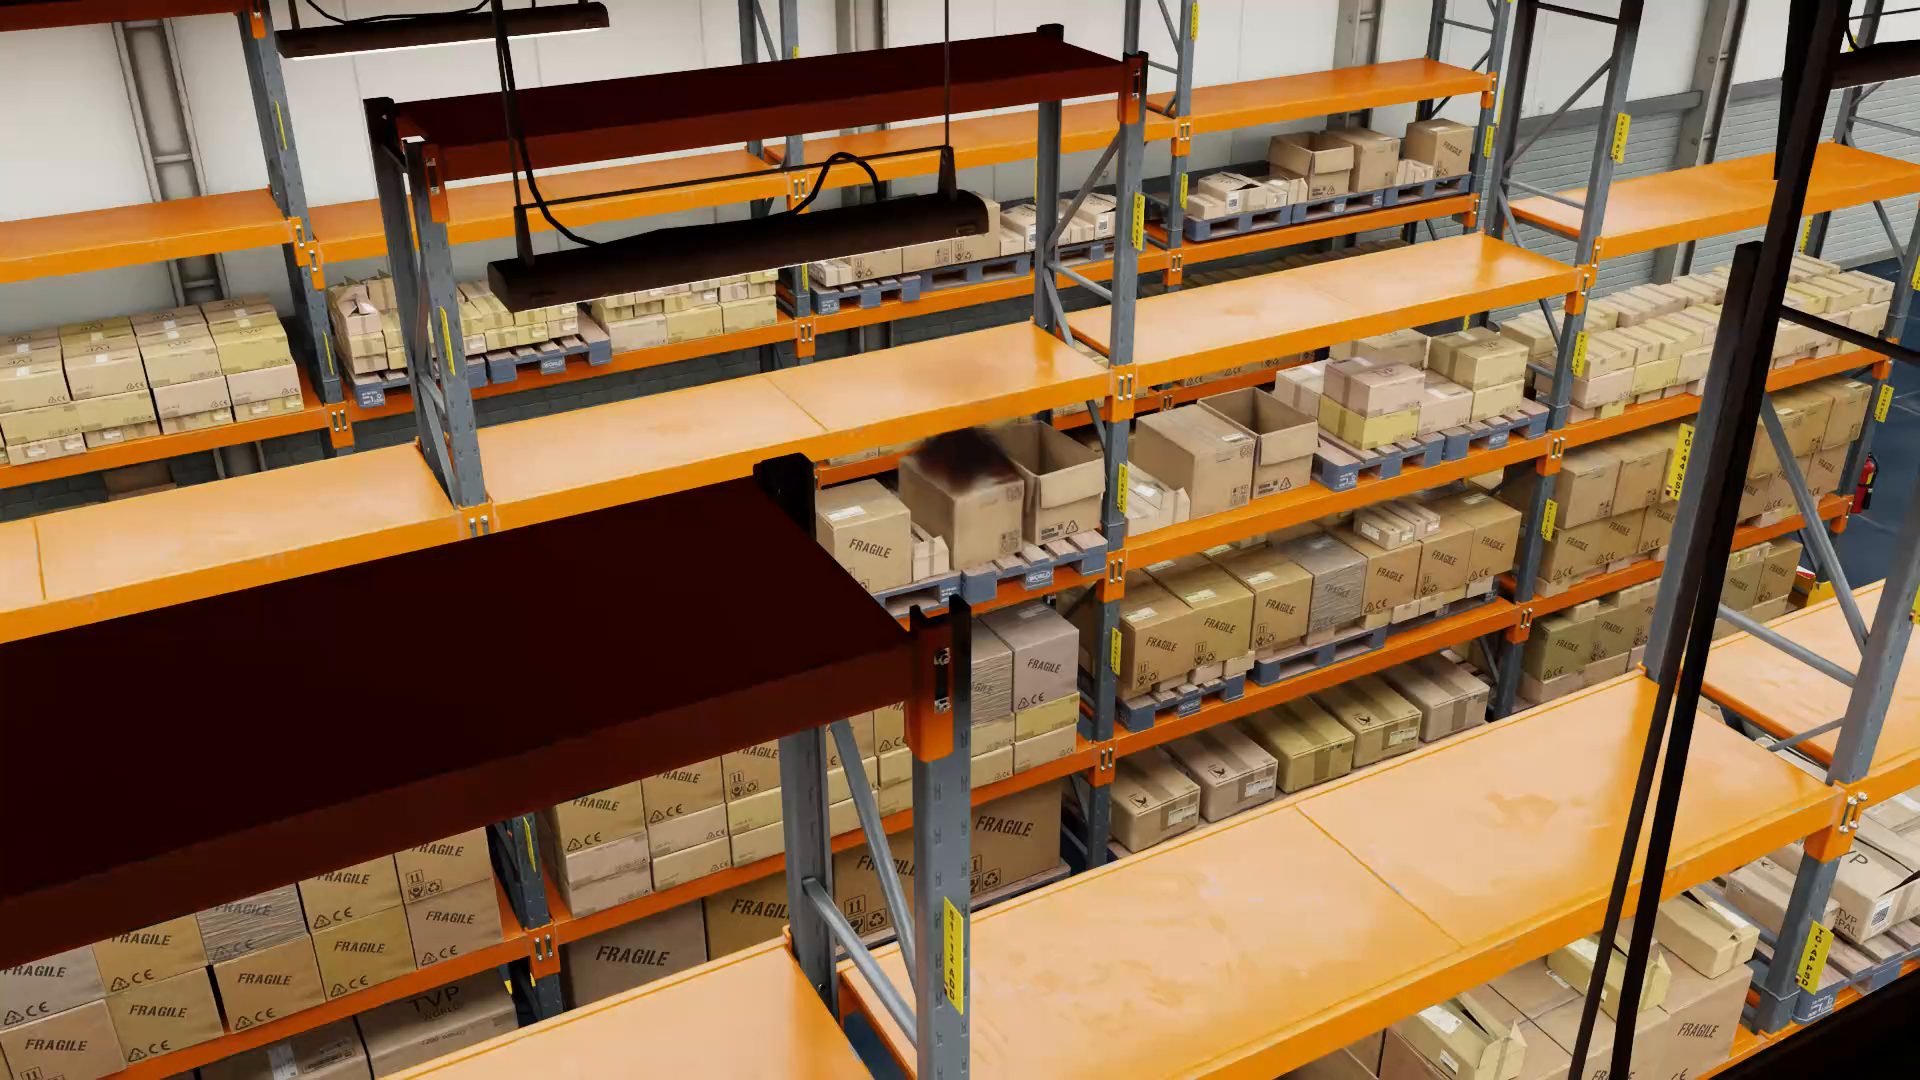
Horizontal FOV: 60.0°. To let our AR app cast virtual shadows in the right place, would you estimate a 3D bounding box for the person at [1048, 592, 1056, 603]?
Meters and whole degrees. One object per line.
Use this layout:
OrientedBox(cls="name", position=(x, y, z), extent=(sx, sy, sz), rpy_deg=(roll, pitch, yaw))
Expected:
OrientedBox(cls="person", position=(0.639, -0.084, 15.362), extent=(0.673, 1.690, 0.495), rpy_deg=(-21, 35, -34))
